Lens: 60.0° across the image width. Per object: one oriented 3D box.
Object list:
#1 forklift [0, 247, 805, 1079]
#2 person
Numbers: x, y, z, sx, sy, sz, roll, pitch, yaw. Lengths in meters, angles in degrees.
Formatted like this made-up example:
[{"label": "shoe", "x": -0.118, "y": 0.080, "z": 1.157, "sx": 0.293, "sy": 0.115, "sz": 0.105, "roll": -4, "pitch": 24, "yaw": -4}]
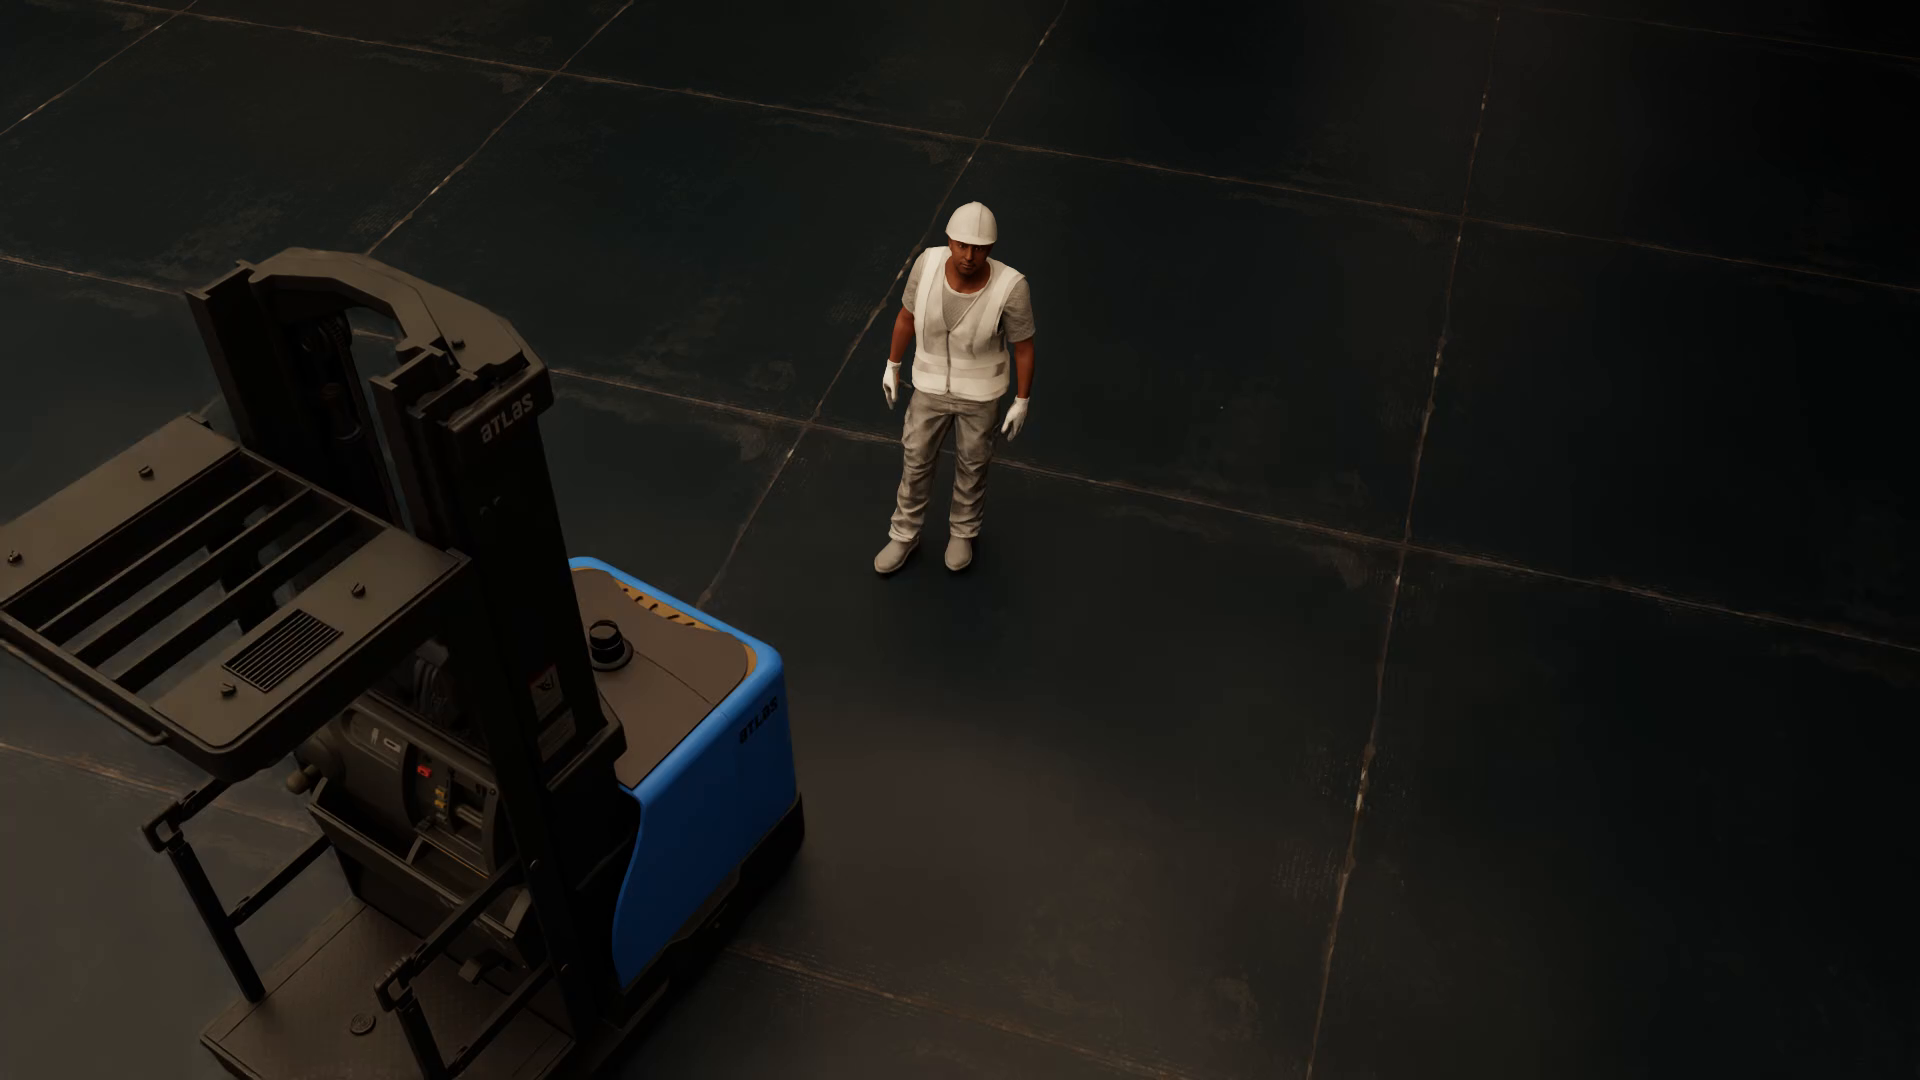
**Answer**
[{"label": "forklift", "x": -1.833, "y": 0.770, "z": 4.861, "sx": 1.130, "sy": 2.935, "sz": 3.031, "roll": 24, "pitch": 48, "yaw": 24}, {"label": "person", "x": -0.031, "y": -0.614, "z": 7.180, "sx": 0.656, "sy": 1.782, "sz": 0.577, "roll": 12, "pitch": 44, "yaw": 13}]
